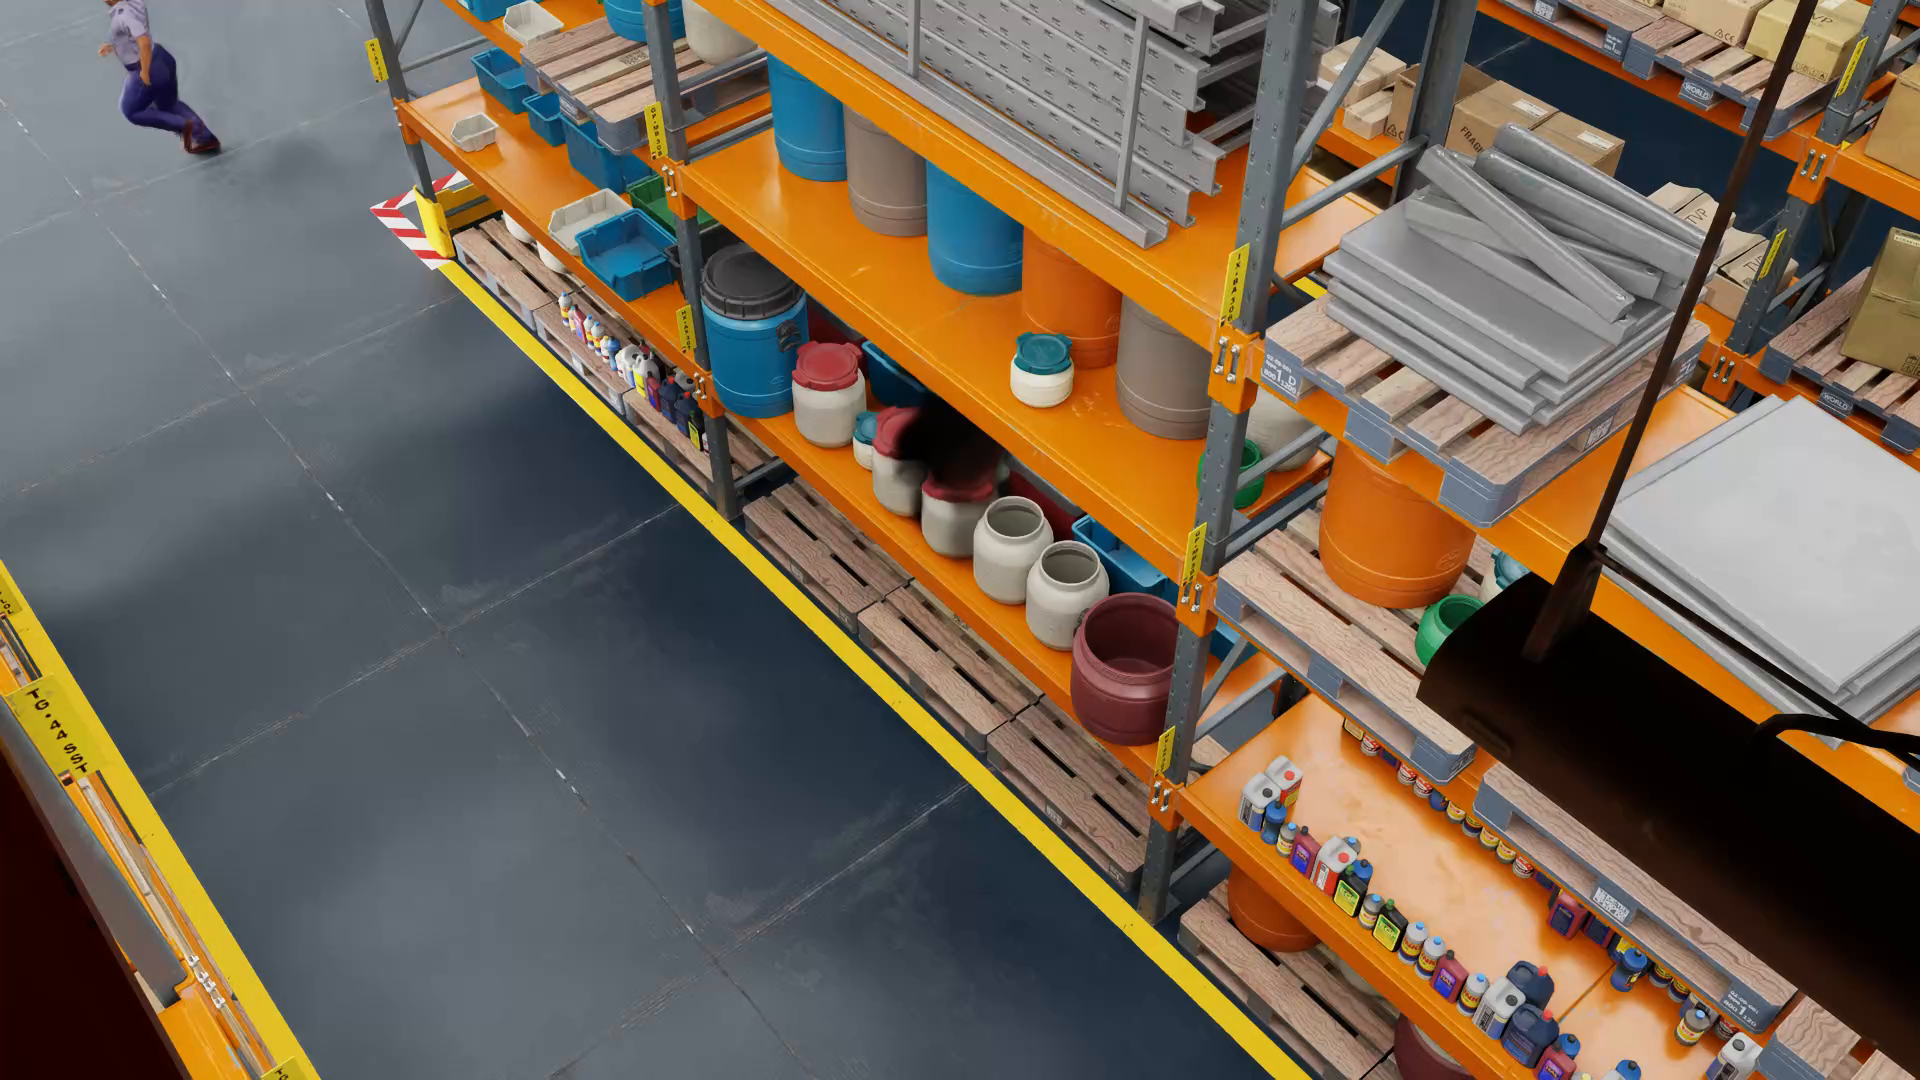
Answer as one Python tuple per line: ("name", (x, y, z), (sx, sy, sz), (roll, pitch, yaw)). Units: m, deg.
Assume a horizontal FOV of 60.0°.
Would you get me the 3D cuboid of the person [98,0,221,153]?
("person", (-6.611, -3.794, 13.491), (0.678, 1.594, 0.634), (-4, 47, -3))
